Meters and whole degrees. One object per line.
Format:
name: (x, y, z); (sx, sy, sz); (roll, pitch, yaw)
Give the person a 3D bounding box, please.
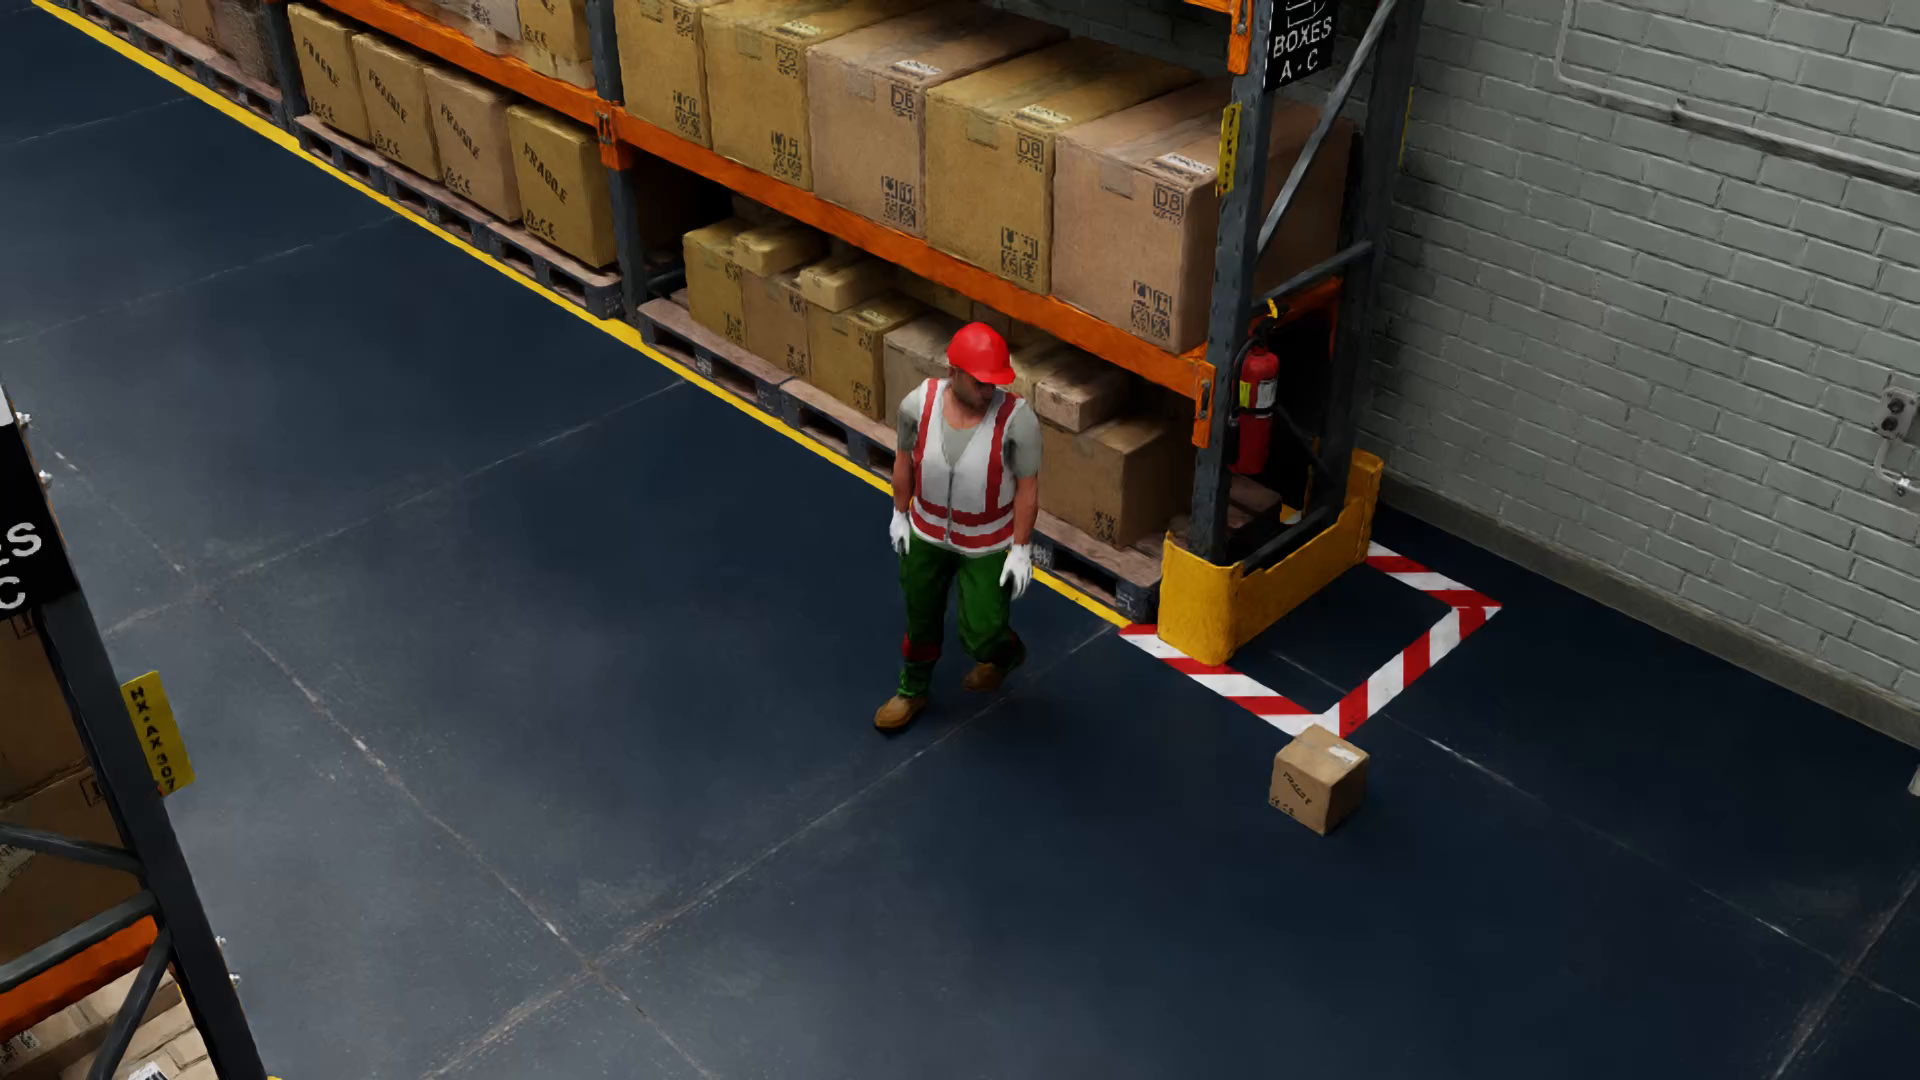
person: (0.014, -0.033, 6.166); (0.607, 1.775, 0.532); (14, 37, 19)
